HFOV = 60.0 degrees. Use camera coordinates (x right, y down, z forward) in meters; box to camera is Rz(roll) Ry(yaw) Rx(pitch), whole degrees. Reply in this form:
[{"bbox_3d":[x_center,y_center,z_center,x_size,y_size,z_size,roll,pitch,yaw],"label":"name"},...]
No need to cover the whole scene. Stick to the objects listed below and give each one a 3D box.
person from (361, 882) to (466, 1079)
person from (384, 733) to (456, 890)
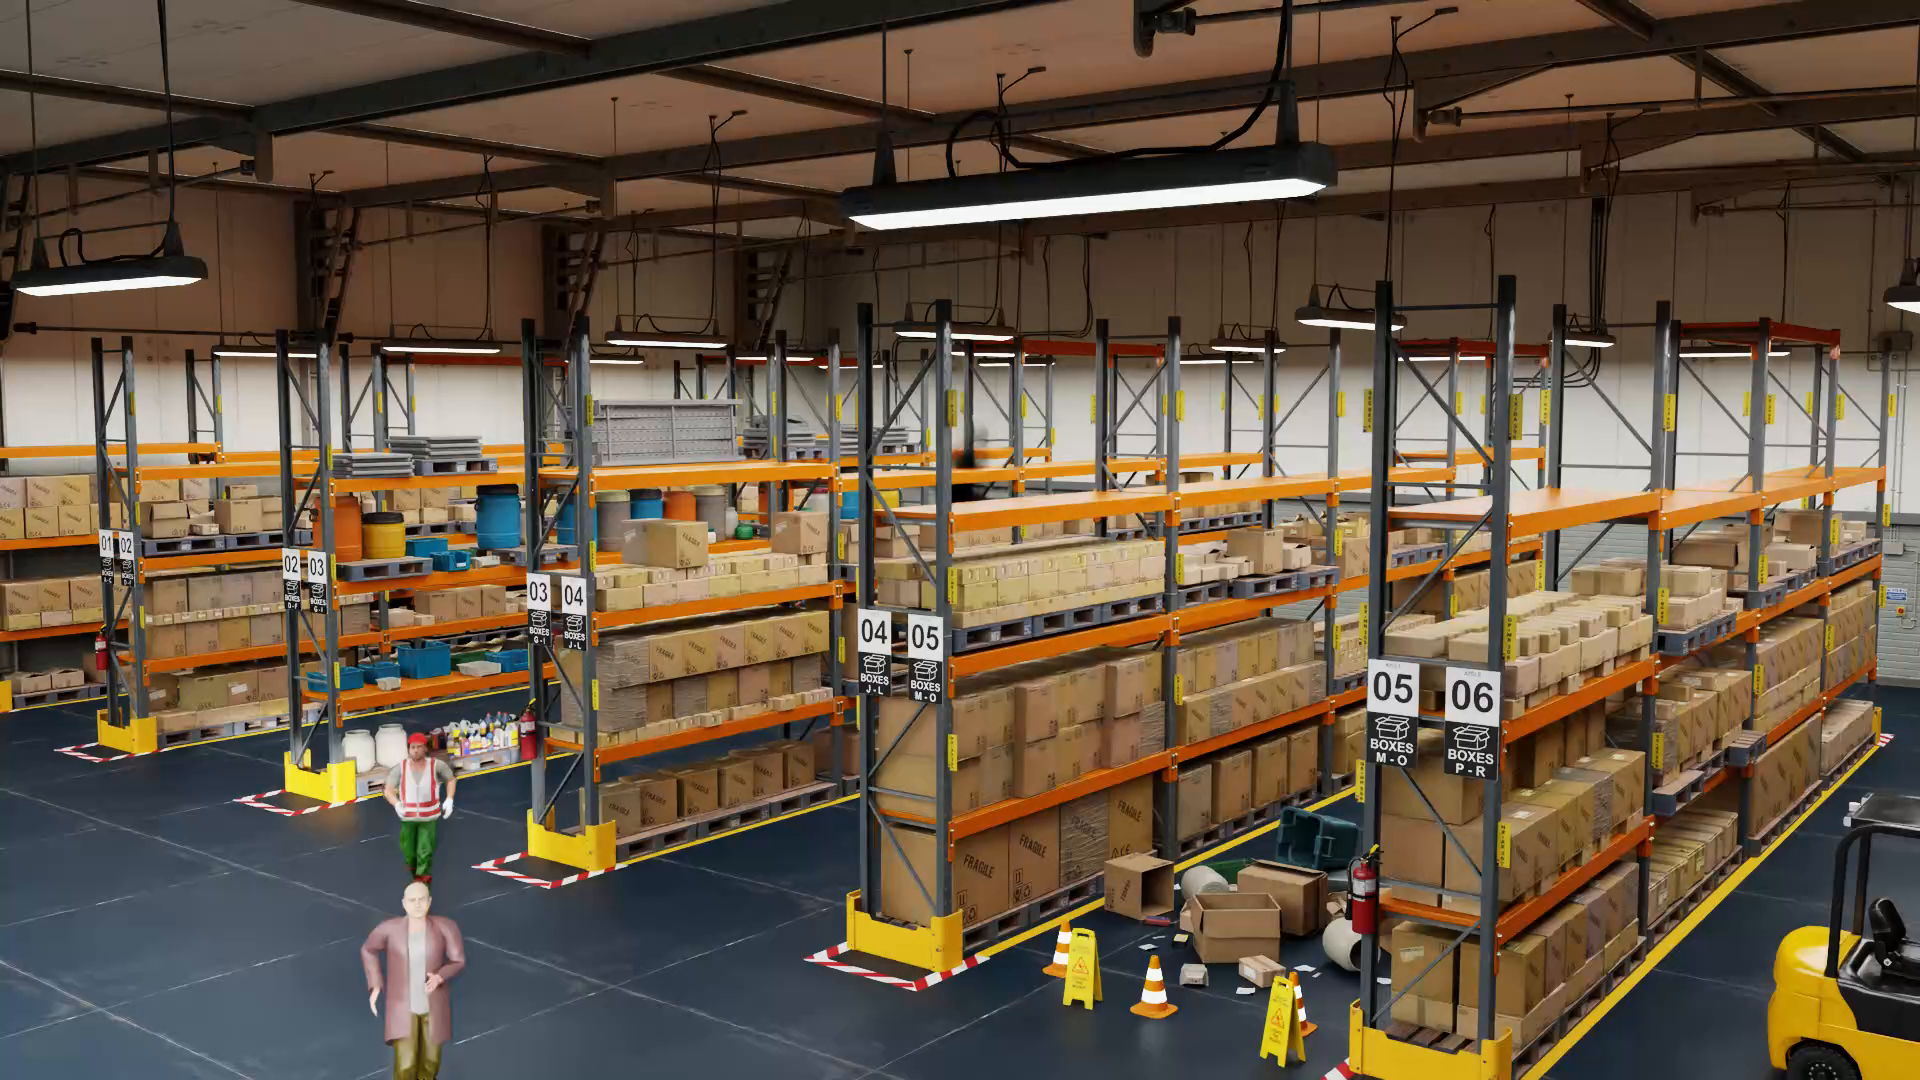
[{"bbox_3d":[-3.792,3.312,11.619,0.682,1.658,0.707,-2,5,-24],"label":"person"},{"bbox_3d":[-5.444,2.819,16.788,0.685,1.795,0.844,-1,5,-11],"label":"person"}]
